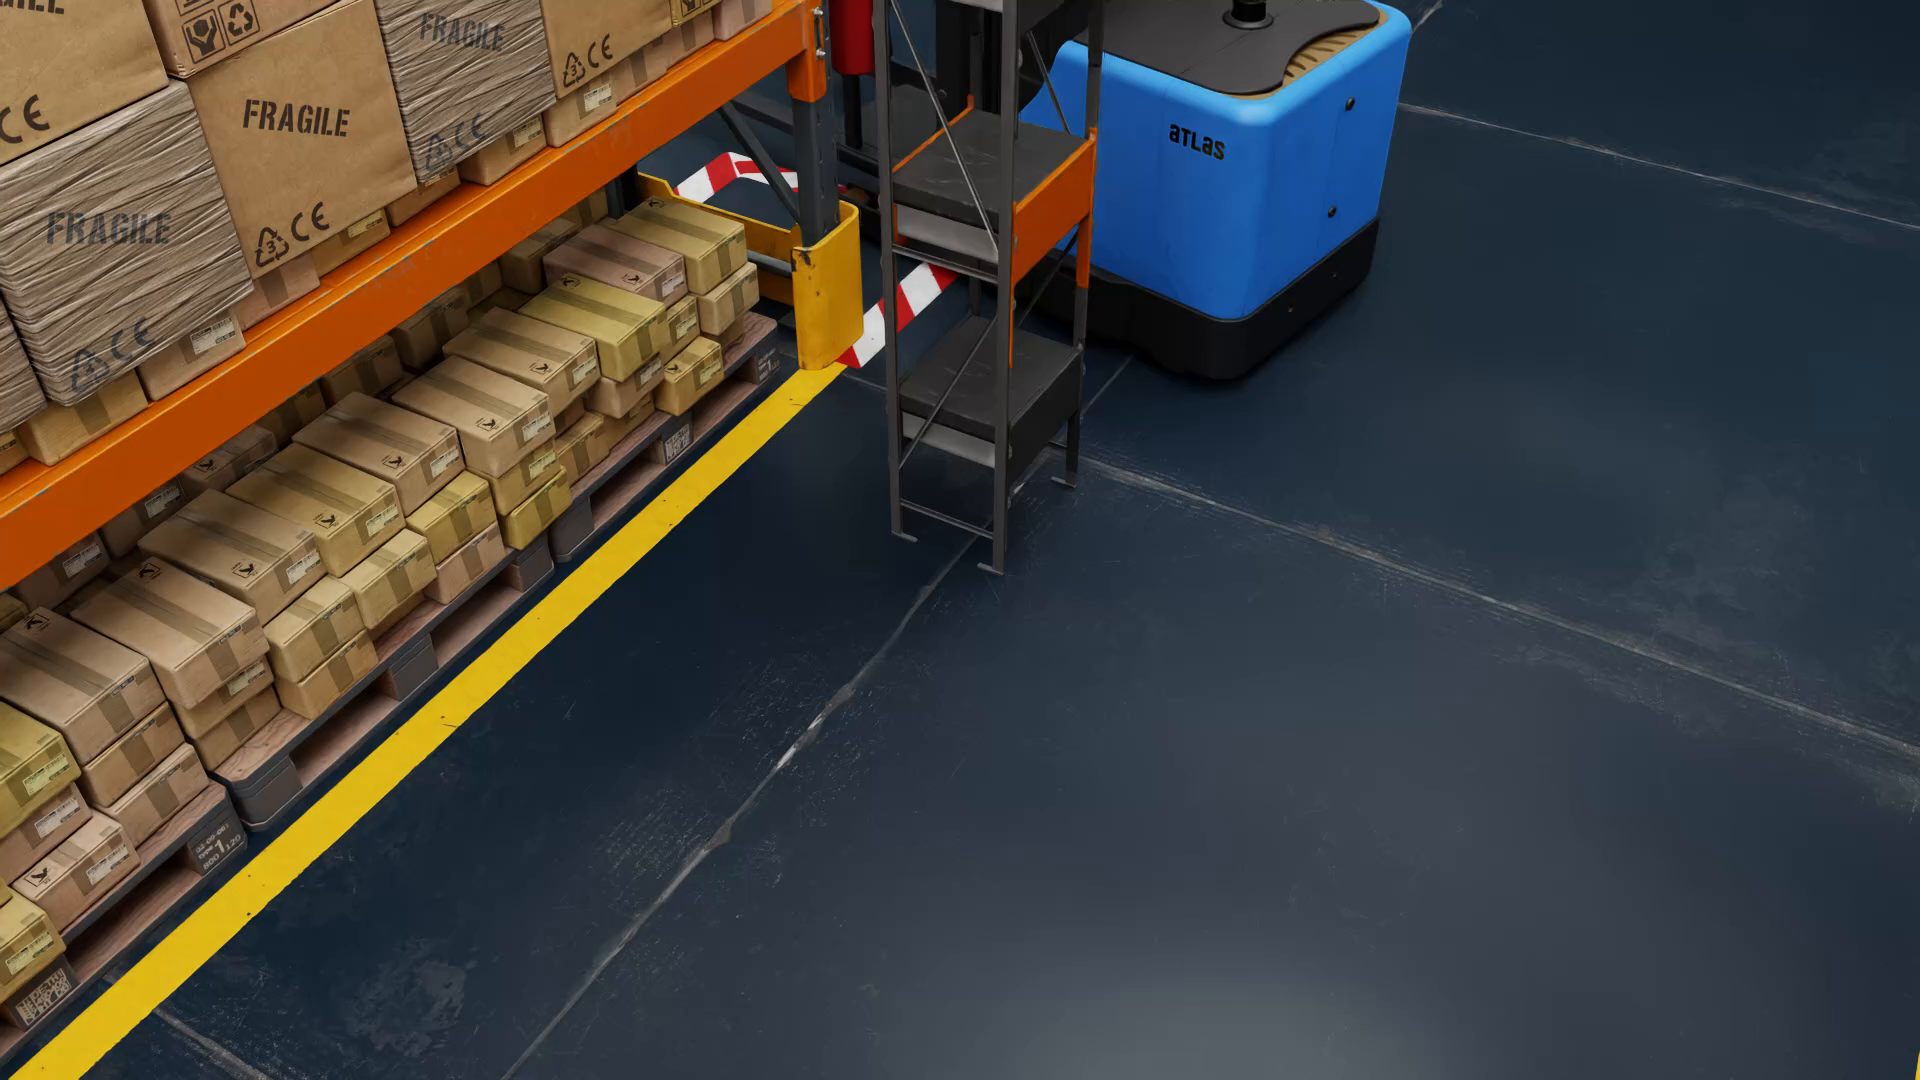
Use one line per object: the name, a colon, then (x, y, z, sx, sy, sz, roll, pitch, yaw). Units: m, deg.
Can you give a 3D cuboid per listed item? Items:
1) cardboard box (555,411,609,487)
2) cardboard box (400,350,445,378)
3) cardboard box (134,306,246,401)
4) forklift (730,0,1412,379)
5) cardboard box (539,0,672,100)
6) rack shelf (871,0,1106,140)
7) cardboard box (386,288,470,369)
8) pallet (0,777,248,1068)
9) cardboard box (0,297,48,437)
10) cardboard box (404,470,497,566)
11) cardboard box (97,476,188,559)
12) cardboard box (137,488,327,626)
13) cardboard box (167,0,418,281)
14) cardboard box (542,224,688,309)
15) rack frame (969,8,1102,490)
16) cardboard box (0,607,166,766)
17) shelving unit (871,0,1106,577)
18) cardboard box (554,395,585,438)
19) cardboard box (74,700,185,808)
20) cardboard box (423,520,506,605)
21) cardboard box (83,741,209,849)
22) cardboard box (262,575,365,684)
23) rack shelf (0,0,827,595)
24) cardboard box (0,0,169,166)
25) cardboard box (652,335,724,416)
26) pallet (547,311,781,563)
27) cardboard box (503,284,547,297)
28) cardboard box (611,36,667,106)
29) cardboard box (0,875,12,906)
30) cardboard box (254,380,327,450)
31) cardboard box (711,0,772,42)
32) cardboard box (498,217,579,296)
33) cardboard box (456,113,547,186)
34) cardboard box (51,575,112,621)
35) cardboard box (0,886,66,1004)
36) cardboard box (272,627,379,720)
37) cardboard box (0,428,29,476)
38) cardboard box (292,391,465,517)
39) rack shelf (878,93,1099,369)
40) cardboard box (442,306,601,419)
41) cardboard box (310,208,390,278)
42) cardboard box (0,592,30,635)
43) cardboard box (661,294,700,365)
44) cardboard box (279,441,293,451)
cardboard box: (-1.326, -0.317, 5.180, 0.380, 0.149, 0.250, 21, 46, 22)
cardboard box: (-1.821, -0.615, 5.293, 0.380, 0.149, 0.250, 22, 46, 23)
cardboard box: (-1.843, -0.489, 3.726, 0.380, 0.149, 0.250, 23, 46, 24)
forklift: (0.113, -2.488, 5.857, 3.031, 2.935, 1.130, 29, 49, 29)
cardboard box: (-1.147, -1.563, 4.454, 0.500, 0.500, 0.500, 20, 45, 21)
rack shelf: (0.083, -1.398, 4.210, 0.431, 0.518, 0.480, 21, 45, 22)
cardboard box: (-1.762, -0.704, 5.168, 0.380, 0.149, 0.250, 19, 45, 20)
pallet: (-2.579, 0.891, 4.079, 1.003, 0.211, 1.213, 21, 45, 22)
cardboard box: (-2.177, -0.395, 3.128, 0.500, 0.500, 0.500, 21, 45, 22)
cardboard box: (-1.551, -0.113, 4.722, 0.380, 0.149, 0.250, 23, 46, 24)
cardboard box: (-2.343, -0.131, 4.518, 0.380, 0.149, 0.250, 19, 45, 21)
cardboard box: (-1.886, 0.043, 4.321, 0.380, 0.149, 0.250, 19, 45, 20)
cardboard box: (-1.651, -0.987, 3.801, 0.500, 0.500, 0.500, 23, 46, 24)
cardboard box: (-1.104, -0.848, 5.333, 0.380, 0.149, 0.250, 22, 46, 23)
rack frame: (0.205, -1.022, 4.822, 0.400, 2.100, 0.015, 21, 45, 22)
cardboard box: (-2.149, 0.345, 3.978, 0.380, 0.149, 0.250, 20, 45, 21)
shelving unit: (0.083, -0.883, 4.664, 0.431, 2.100, 0.503, 21, 45, 22)
cardboard box: (-1.382, -0.434, 5.087, 0.380, 0.149, 0.250, 20, 45, 22)
cardboard box: (-2.149, 0.460, 4.072, 0.380, 0.149, 0.250, 19, 45, 20)
cardboard box: (-1.553, -0.001, 4.821, 0.380, 0.149, 0.250, 22, 46, 23)
cardboard box: (-2.128, 0.577, 4.165, 0.380, 0.149, 0.250, 20, 45, 21)
cardboard box: (-1.810, 0.187, 4.382, 0.380, 0.149, 0.250, 21, 45, 22)
rack shelf: (-1.884, -0.634, 4.245, 1.077, 0.370, 4.000, 21, 45, 22)
cardboard box: (-1.923, -1.042, 3.106, 0.500, 0.500, 0.500, 22, 46, 23)
cardboard box: (-1.007, -0.586, 5.485, 0.380, 0.149, 0.250, 22, 46, 23)
pallet: (-1.358, -0.505, 5.664, 1.003, 0.211, 1.213, 21, 45, 22)
cardboard box: (-1.553, -0.895, 5.611, 0.380, 0.149, 0.250, 21, 45, 22)
cardboard box: (-1.071, -1.396, 4.756, 0.380, 0.149, 0.250, 20, 45, 22)
cardboard box: (-2.377, 0.765, 3.726, 0.380, 0.149, 0.250, 21, 46, 22)
cardboard box: (-2.081, -0.413, 4.838, 0.380, 0.149, 0.250, 22, 46, 23)
cardboard box: (-0.801, -1.674, 5.072, 0.380, 0.149, 0.250, 21, 46, 22)
cardboard box: (-1.473, -0.975, 5.476, 0.380, 0.149, 0.250, 22, 46, 23)
cardboard box: (-1.336, -1.101, 4.421, 0.380, 0.149, 0.250, 19, 45, 20)
cardboard box: (-2.438, 0.174, 4.397, 0.380, 0.149, 0.250, 22, 46, 23)
cardboard box: (-2.291, 0.898, 3.800, 0.380, 0.149, 0.250, 22, 46, 23)
cardboard box: (-1.810, 0.294, 4.485, 0.380, 0.149, 0.250, 20, 45, 21)
cardboard box: (-2.166, -0.215, 3.415, 0.380, 0.149, 0.250, 19, 45, 20)
cardboard box: (-1.622, -0.244, 4.647, 0.380, 0.149, 0.250, 19, 45, 21)
rack shelf: (0.083, -0.872, 4.673, 0.431, 0.518, 0.480, 21, 45, 22)
cardboard box: (-1.308, -0.531, 4.972, 0.380, 0.149, 0.250, 19, 45, 20)
cardboard box: (-1.641, -0.809, 4.089, 0.380, 0.149, 0.250, 22, 46, 23)
cardboard box: (-2.523, 0.213, 4.128, 0.380, 0.149, 0.250, 22, 46, 23)
cardboard box: (-1.077, -0.720, 5.412, 0.380, 0.149, 0.250, 20, 45, 21)
cardboard box: (-1.972, -0.263, 4.893, 0.380, 0.149, 0.250, 23, 46, 24)
